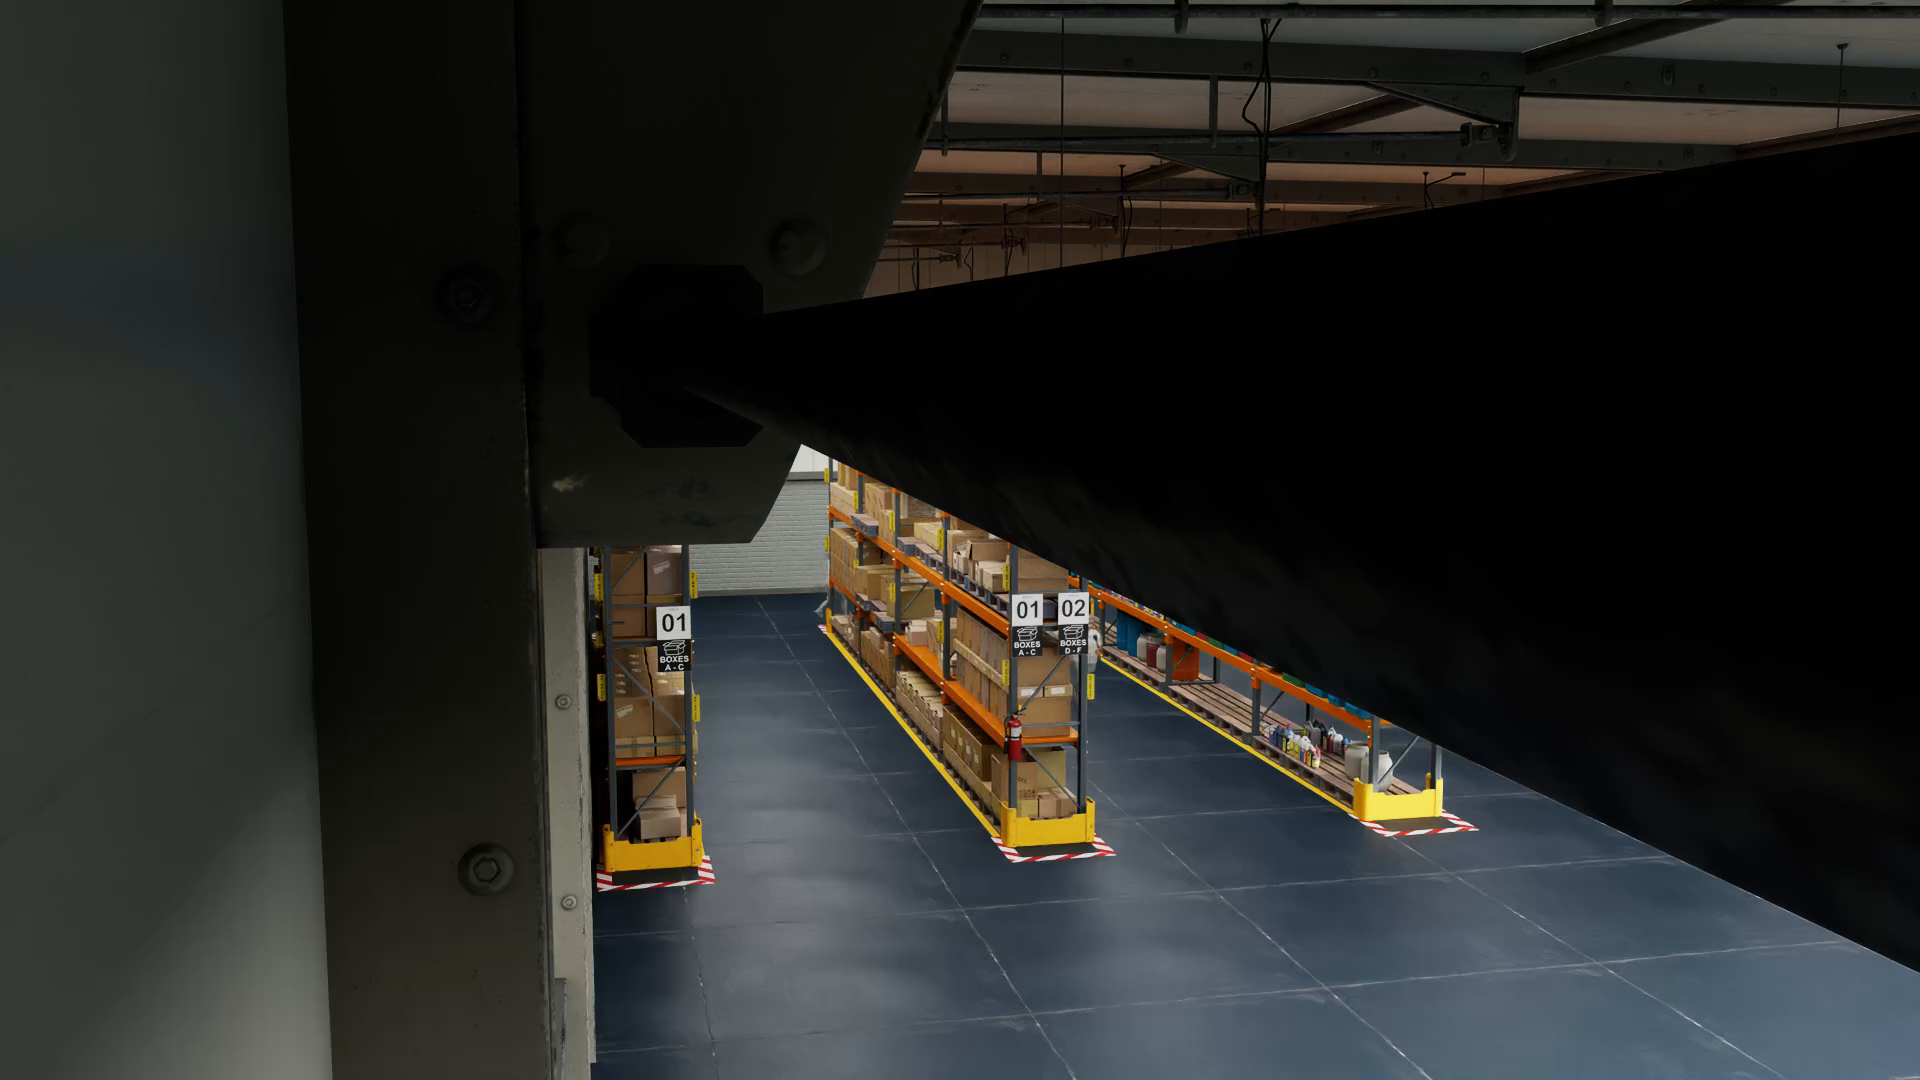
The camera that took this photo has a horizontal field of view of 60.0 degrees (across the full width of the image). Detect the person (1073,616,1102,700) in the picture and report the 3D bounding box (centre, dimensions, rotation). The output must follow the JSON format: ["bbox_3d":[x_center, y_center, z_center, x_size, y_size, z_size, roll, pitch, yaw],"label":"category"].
[{"bbox_3d":[2.182,2.128,28.705,0.503,1.684,0.800,-3,7,-22],"label":"person"}]

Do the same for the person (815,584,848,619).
[{"bbox_3d":[-2.779,1.026,37.619,0.884,1.654,0.666,-2,7,-20],"label":"person"}]
